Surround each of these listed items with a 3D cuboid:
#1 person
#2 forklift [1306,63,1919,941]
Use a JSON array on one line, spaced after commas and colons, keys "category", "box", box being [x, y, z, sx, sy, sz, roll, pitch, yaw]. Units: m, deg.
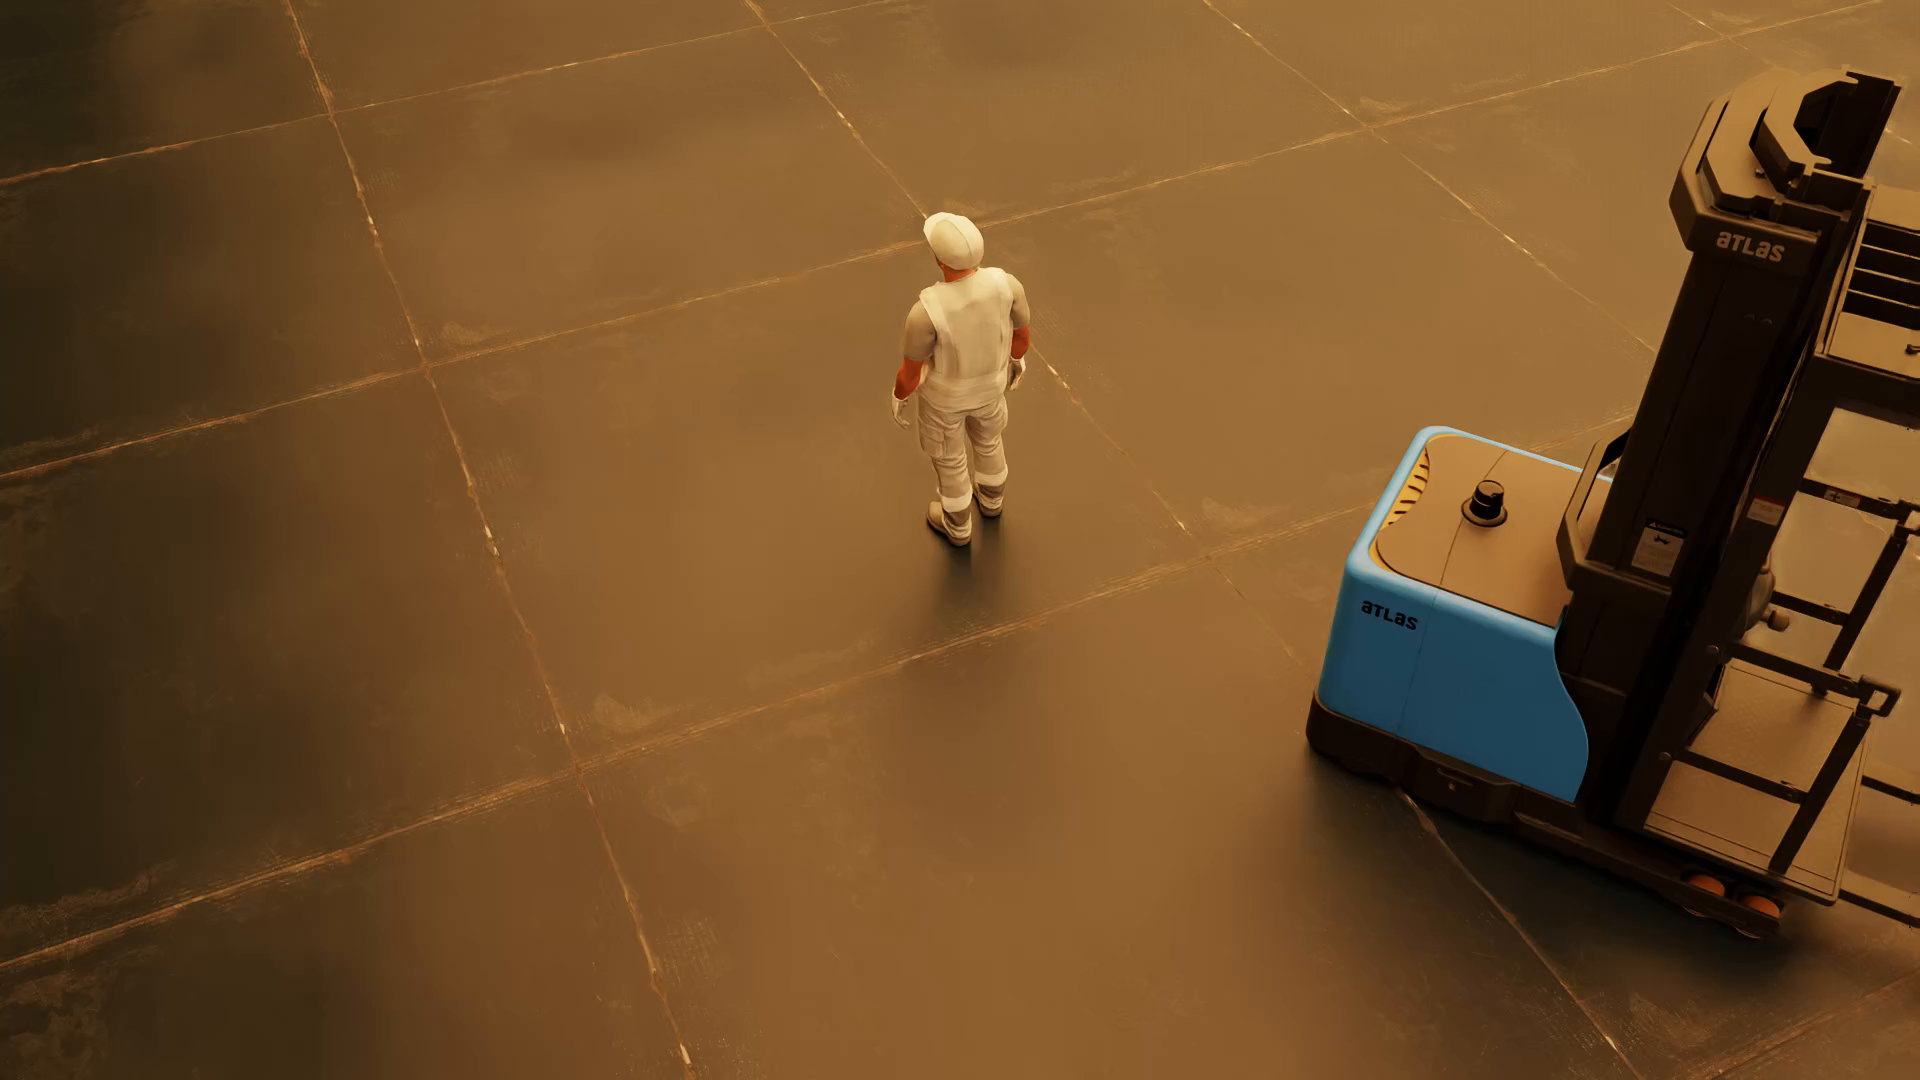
[{"category": "person", "box": [-0.023, -0.712, 7.270, 0.638, 1.787, 0.564, -18, 46, -18]}, {"category": "forklift", "box": [2.968, 0.001, 5.679, 3.031, 2.935, 1.130, 21, 47, 21]}]
